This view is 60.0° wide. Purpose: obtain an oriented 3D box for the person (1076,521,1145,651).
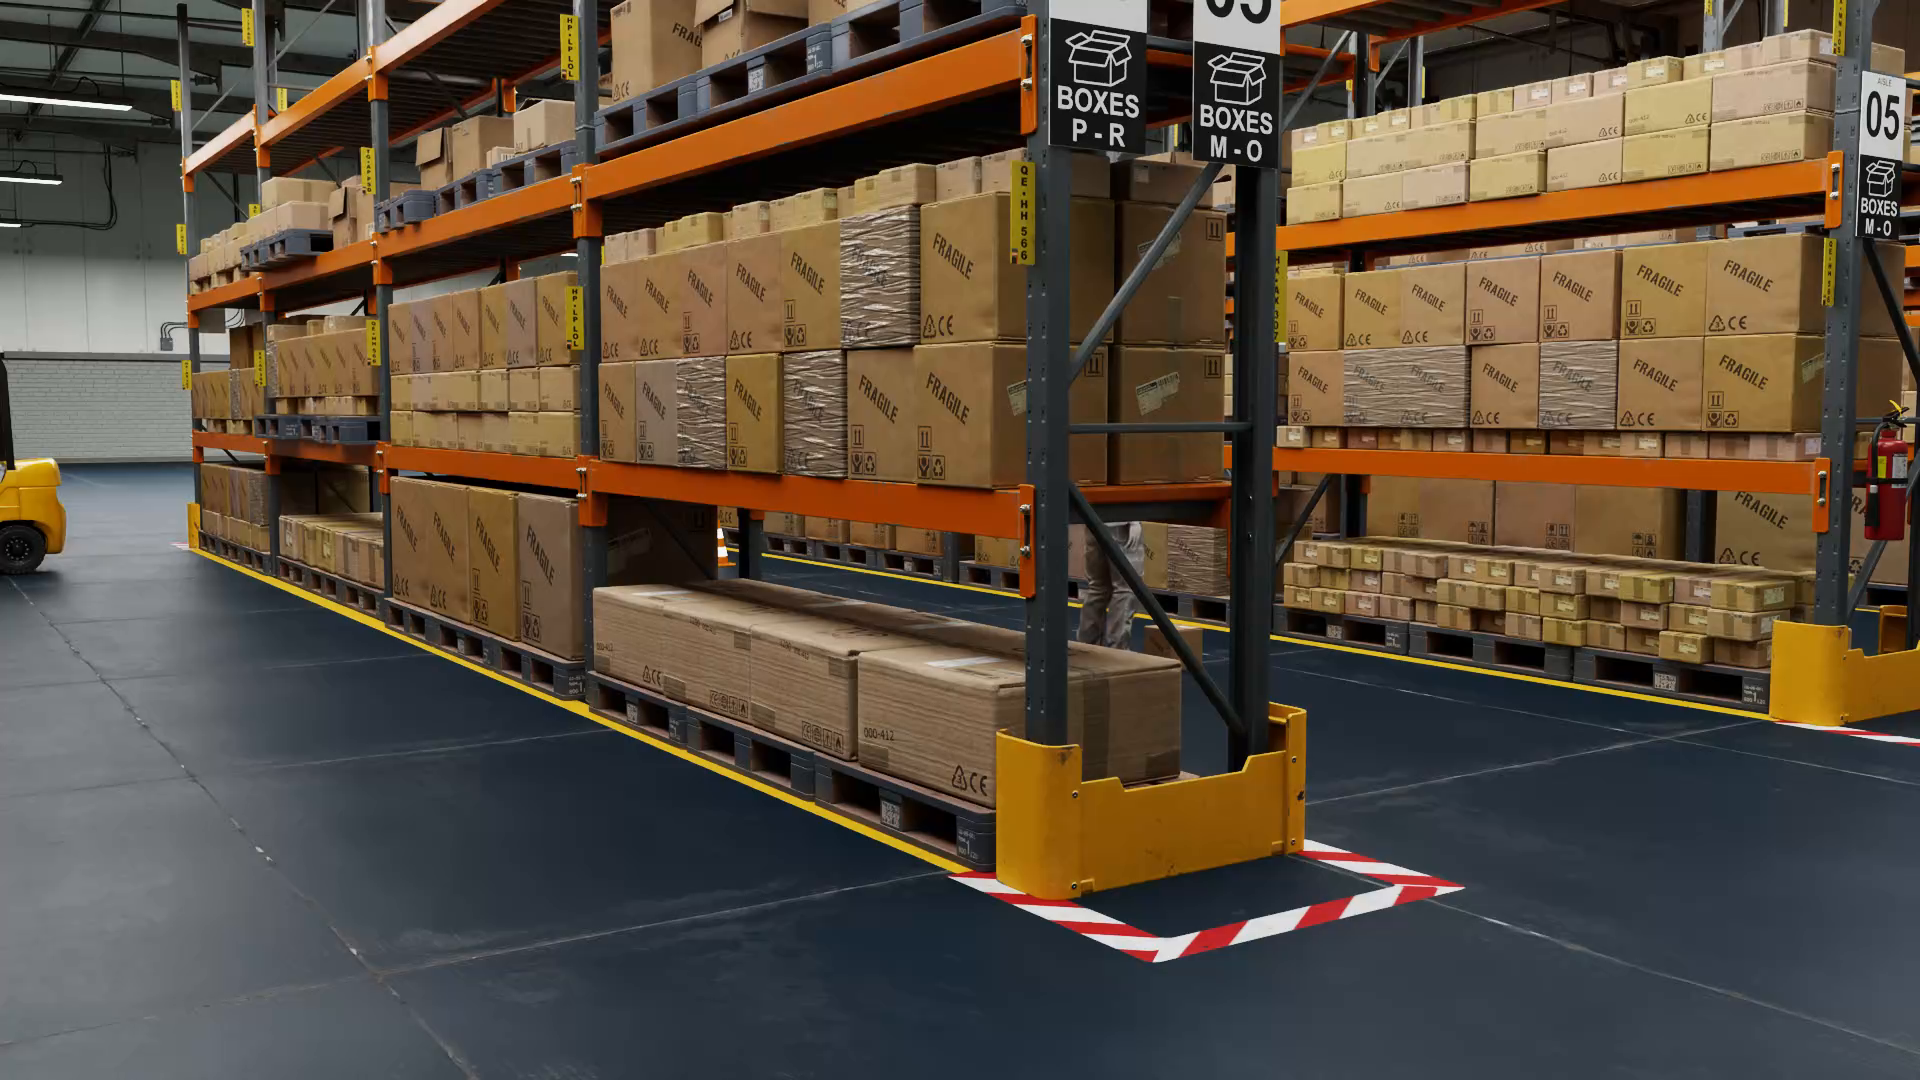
[{"bbox_3d":[0.876,-0.087,9.764,0.362,1.775,0.549,-3,5,-33],"label":"person"}]
